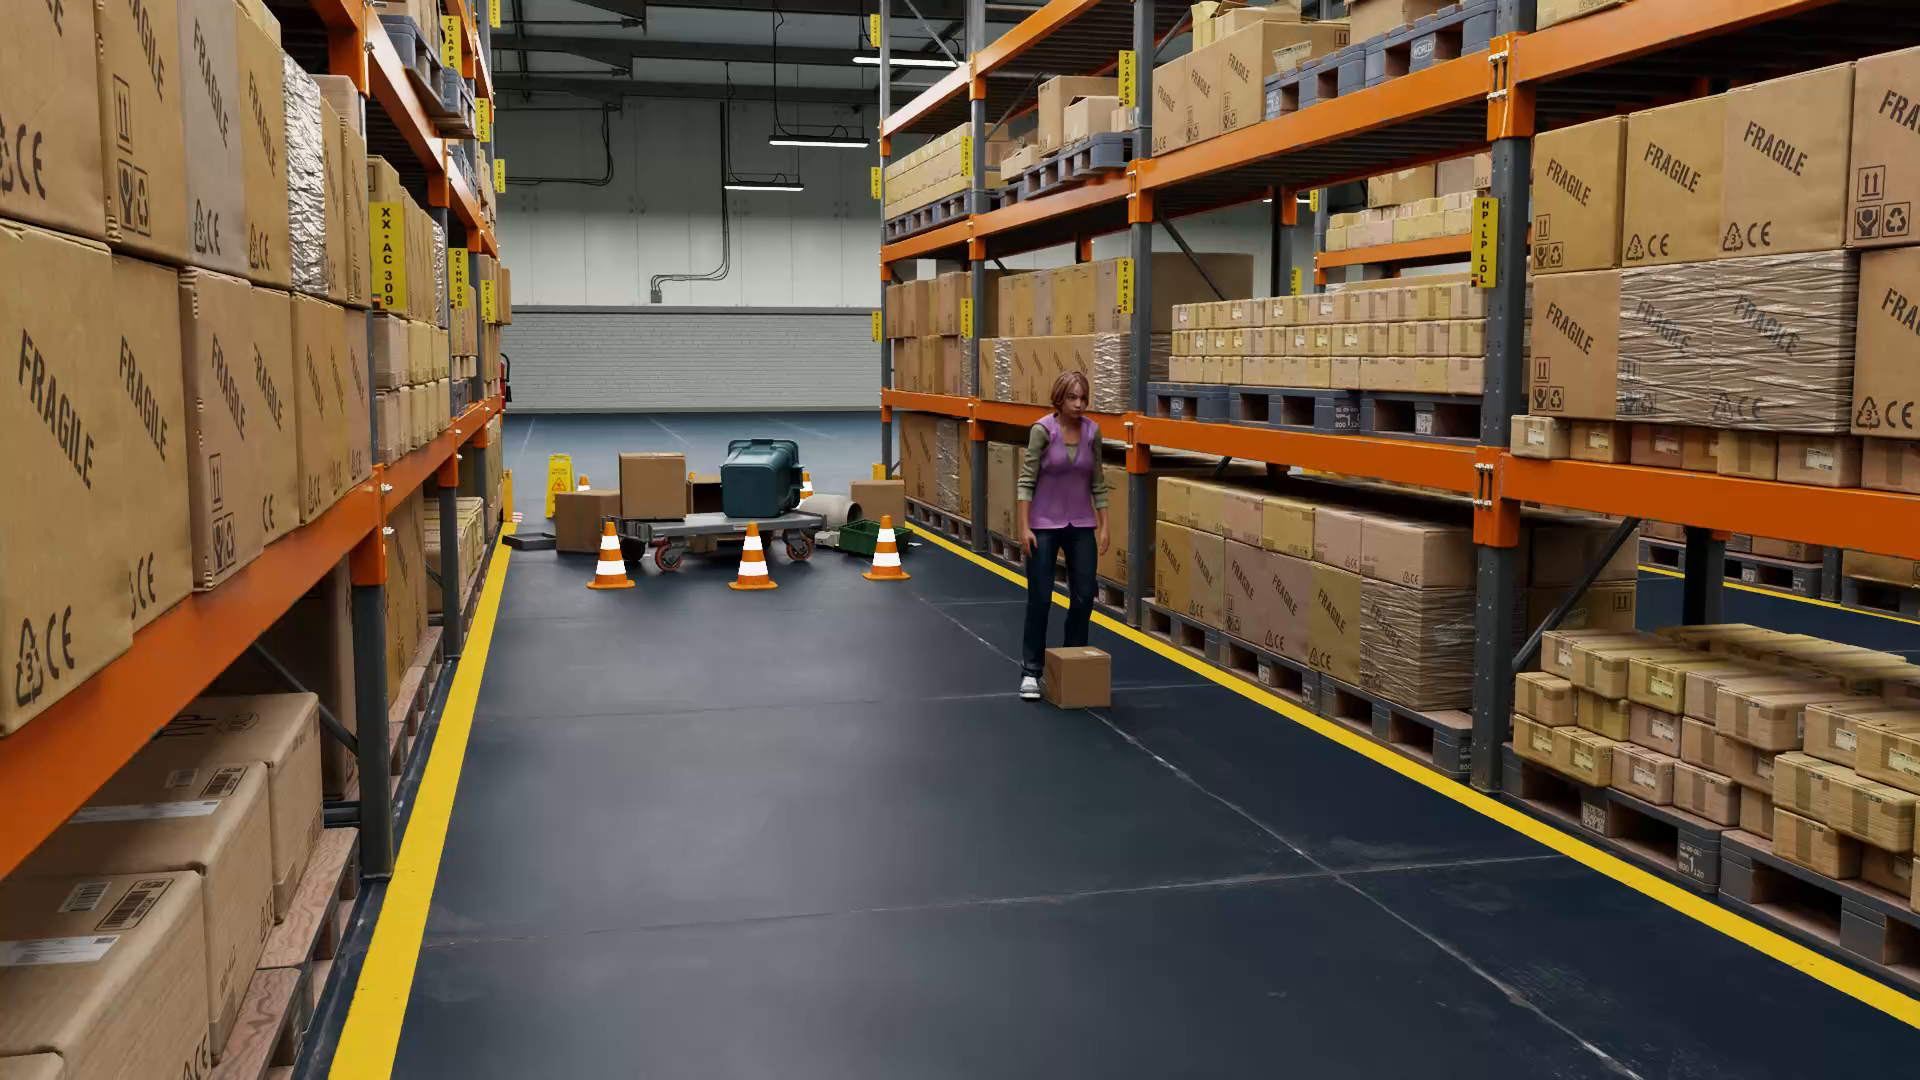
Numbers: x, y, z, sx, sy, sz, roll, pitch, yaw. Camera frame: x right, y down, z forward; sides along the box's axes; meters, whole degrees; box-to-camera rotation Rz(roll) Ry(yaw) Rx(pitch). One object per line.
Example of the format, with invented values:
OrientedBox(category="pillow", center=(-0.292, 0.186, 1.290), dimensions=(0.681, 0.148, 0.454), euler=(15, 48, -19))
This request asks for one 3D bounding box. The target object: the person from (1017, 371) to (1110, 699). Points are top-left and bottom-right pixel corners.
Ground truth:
OrientedBox(category="person", center=(0.508, -0.030, 8.144), dimensions=(0.478, 1.593, 0.368), euler=(-2, 7, -15))
